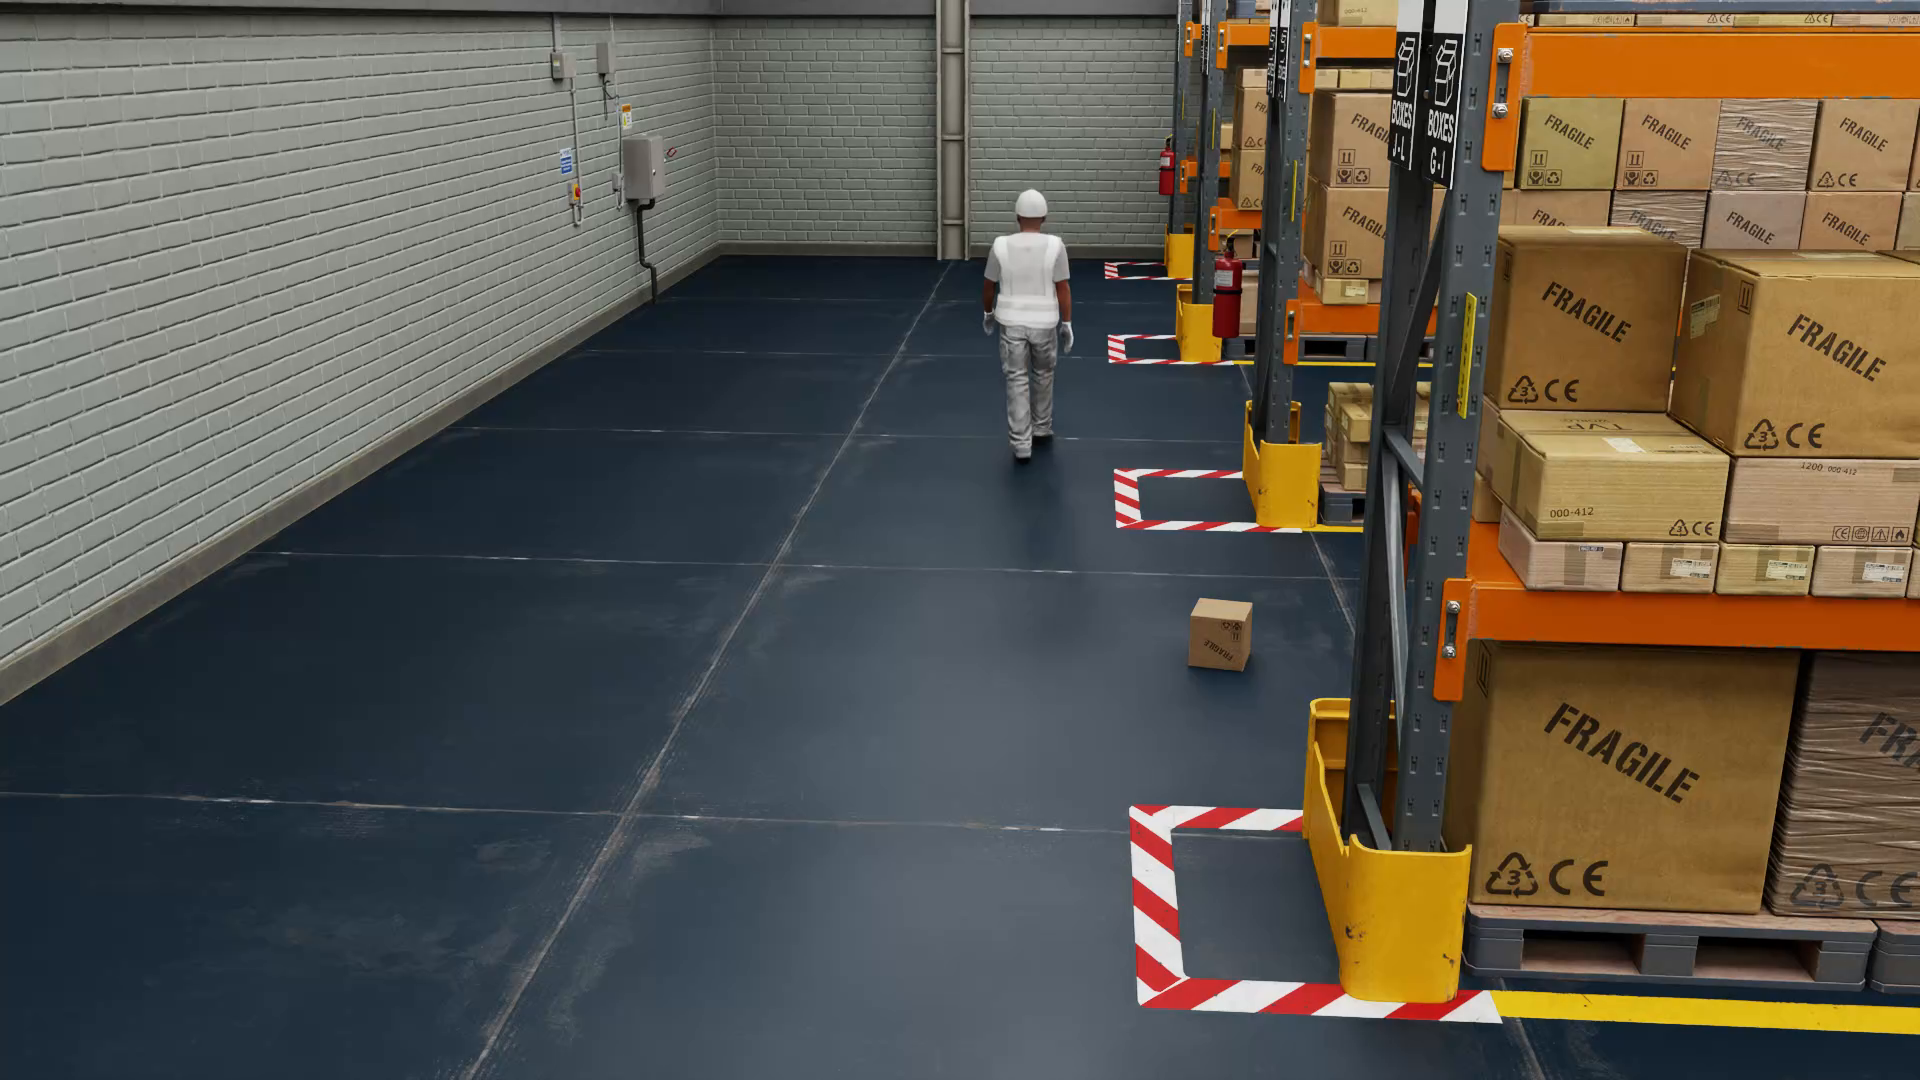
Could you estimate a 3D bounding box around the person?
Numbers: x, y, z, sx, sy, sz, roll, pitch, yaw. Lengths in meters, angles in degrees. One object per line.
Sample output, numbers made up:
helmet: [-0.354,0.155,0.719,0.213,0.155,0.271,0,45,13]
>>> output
person: [0.451,-1.487,11.235,0.601,1.758,0.905,0,17,0]
